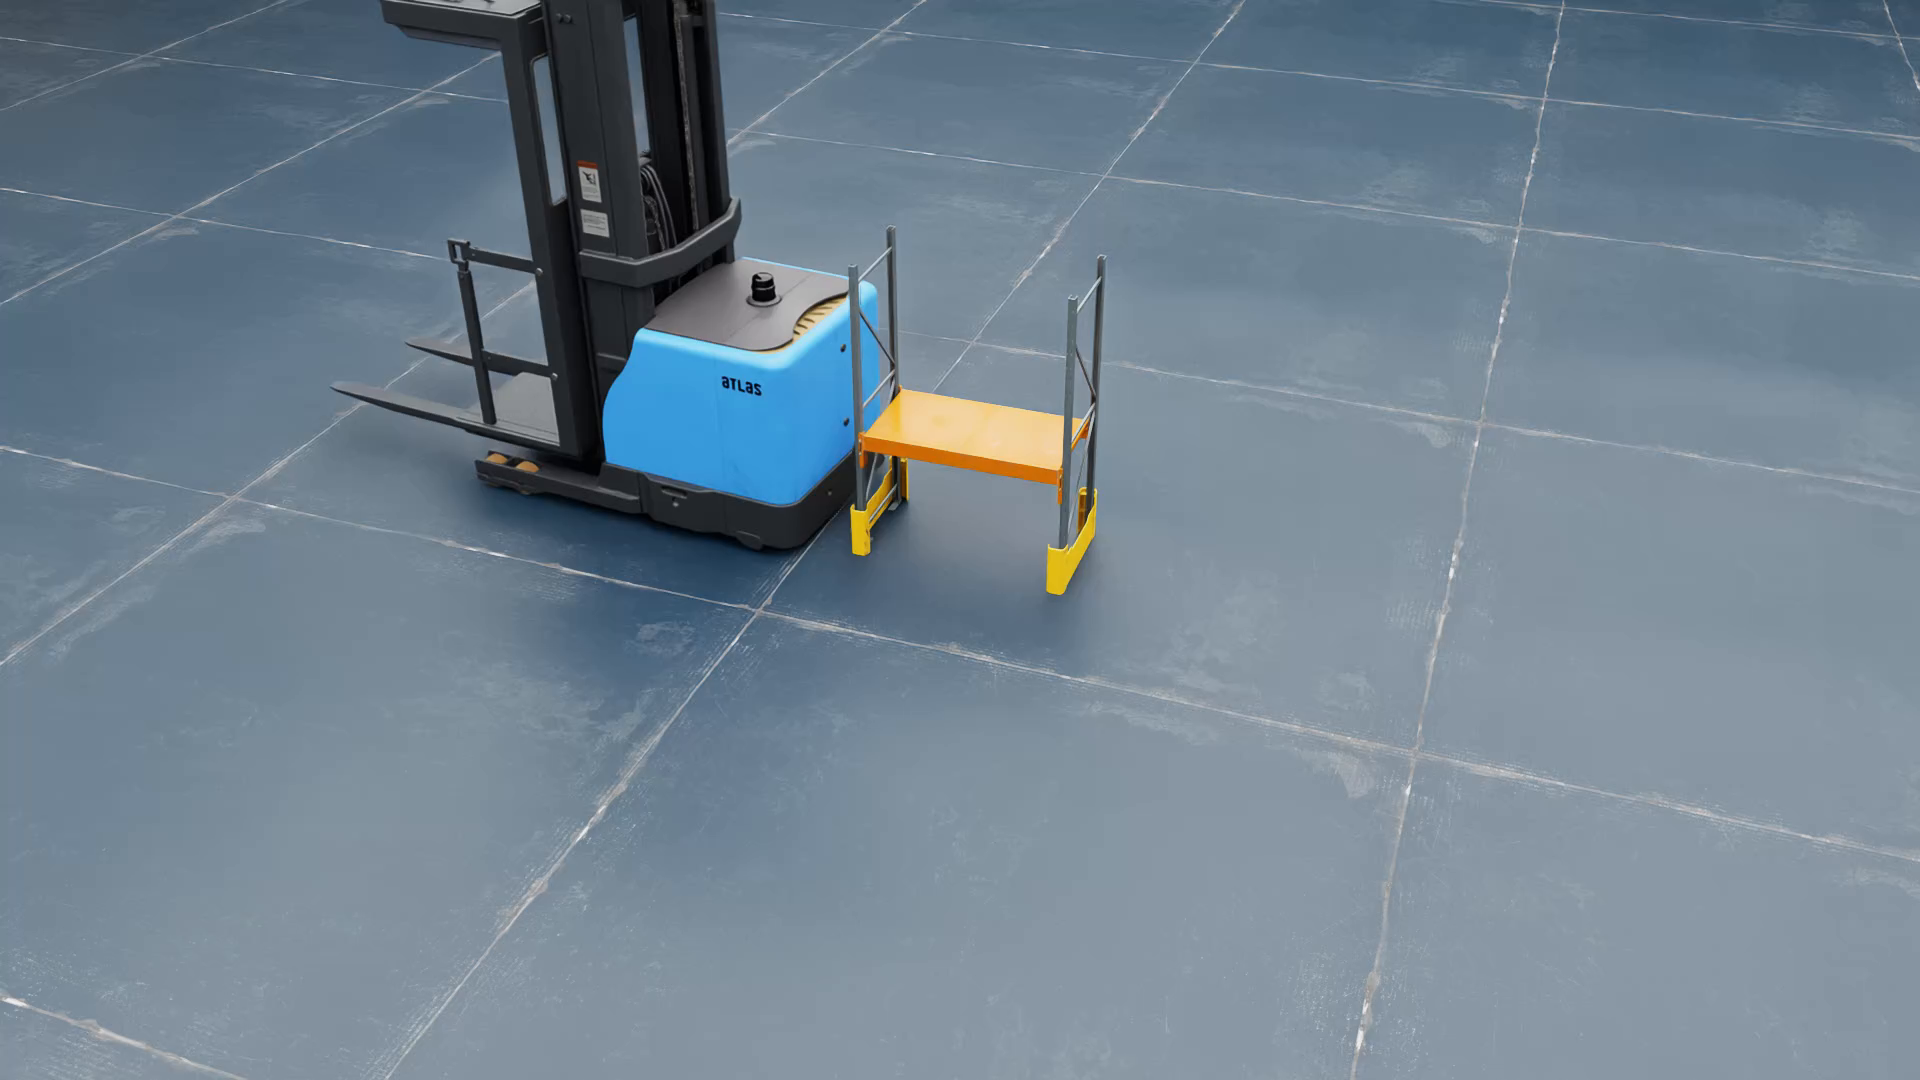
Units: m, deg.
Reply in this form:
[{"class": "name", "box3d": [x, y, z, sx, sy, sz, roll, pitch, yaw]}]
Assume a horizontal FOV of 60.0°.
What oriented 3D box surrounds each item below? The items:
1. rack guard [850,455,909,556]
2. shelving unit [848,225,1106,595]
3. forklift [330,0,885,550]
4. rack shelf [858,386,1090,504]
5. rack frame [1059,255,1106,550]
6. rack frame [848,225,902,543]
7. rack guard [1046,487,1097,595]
[{"class": "rack guard", "box3d": [-0.397, -0.182, 8.302, 0.087, 0.250, 0.587, 11, 34, 16]}, {"class": "shelving unit", "box3d": [0.072, -0.616, 7.822, 1.083, 1.500, 0.587, 11, 34, 16]}, {"class": "forklift", "box3d": [-1.956, -1.711, 8.198, 3.031, 2.935, 1.130, 14, 35, 21]}, {"class": "rack shelf", "box3d": [0.080, -0.463, 7.917, 1.000, 0.185, 0.538, 11, 34, 16]}, {"class": "rack frame", "box3d": [0.559, -0.521, 7.675, 0.032, 1.500, 0.500, 11, 34, 16]}, {"class": "rack frame", "box3d": [-0.398, -0.707, 7.963, 0.032, 1.500, 0.500, 11, 34, 16]}, {"class": "rack guard", "box3d": [0.541, 0.000, 8.019, 0.087, 0.250, 0.587, 11, 34, 16]}]
